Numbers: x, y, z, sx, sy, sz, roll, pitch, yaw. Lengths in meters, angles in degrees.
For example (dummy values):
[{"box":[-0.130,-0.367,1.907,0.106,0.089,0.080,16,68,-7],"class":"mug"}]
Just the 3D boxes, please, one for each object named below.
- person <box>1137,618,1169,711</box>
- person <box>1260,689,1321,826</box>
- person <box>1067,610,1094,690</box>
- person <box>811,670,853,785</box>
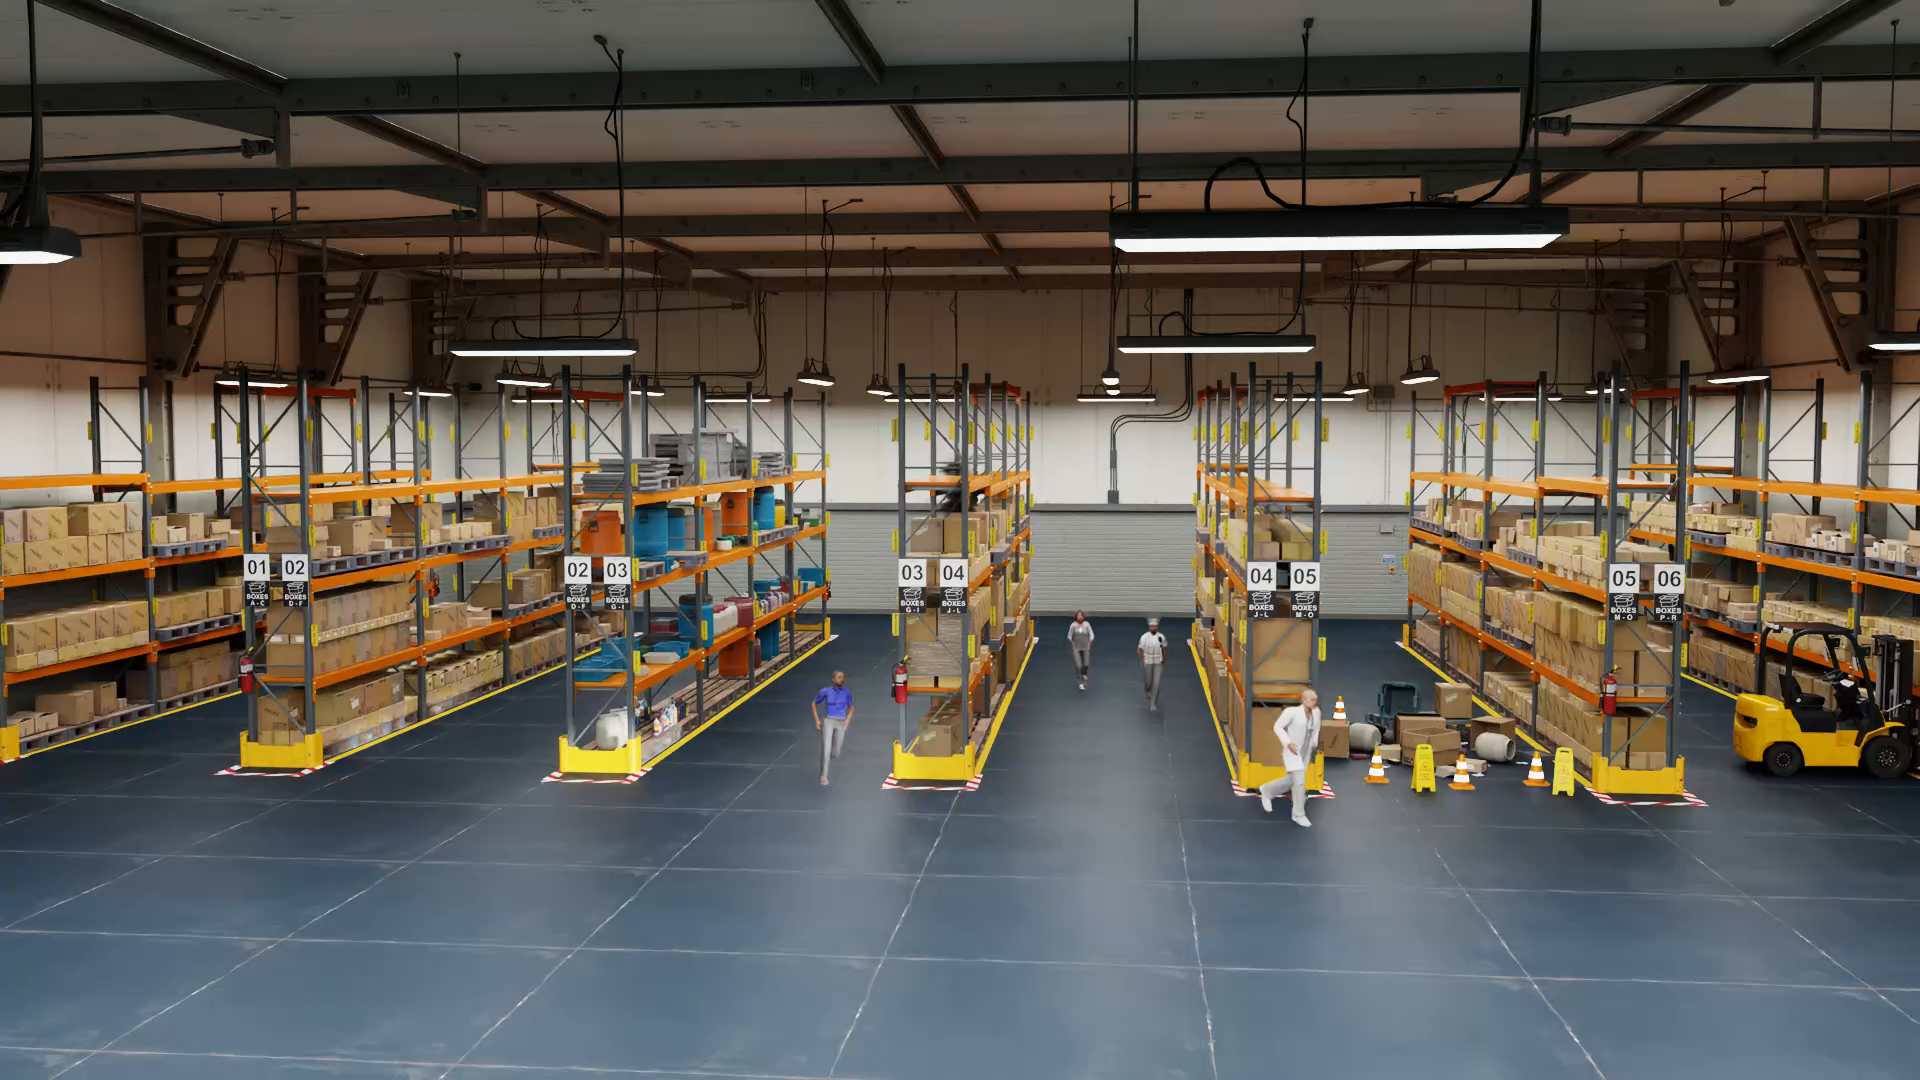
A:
[{"box":[3.515,2.233,30.222,0.578,1.653,0.647,0,4,1],"class":"person"},{"box":[4.296,2.776,21.586,0.722,1.765,0.930,-2,4,-30],"class":"person"},{"box":[2.351,2.143,32.426,0.512,1.554,0.530,0,4,3],"class":"person"},{"box":[-1.829,2.687,23.997,0.625,1.605,0.567,-1,4,-20],"class":"person"}]
